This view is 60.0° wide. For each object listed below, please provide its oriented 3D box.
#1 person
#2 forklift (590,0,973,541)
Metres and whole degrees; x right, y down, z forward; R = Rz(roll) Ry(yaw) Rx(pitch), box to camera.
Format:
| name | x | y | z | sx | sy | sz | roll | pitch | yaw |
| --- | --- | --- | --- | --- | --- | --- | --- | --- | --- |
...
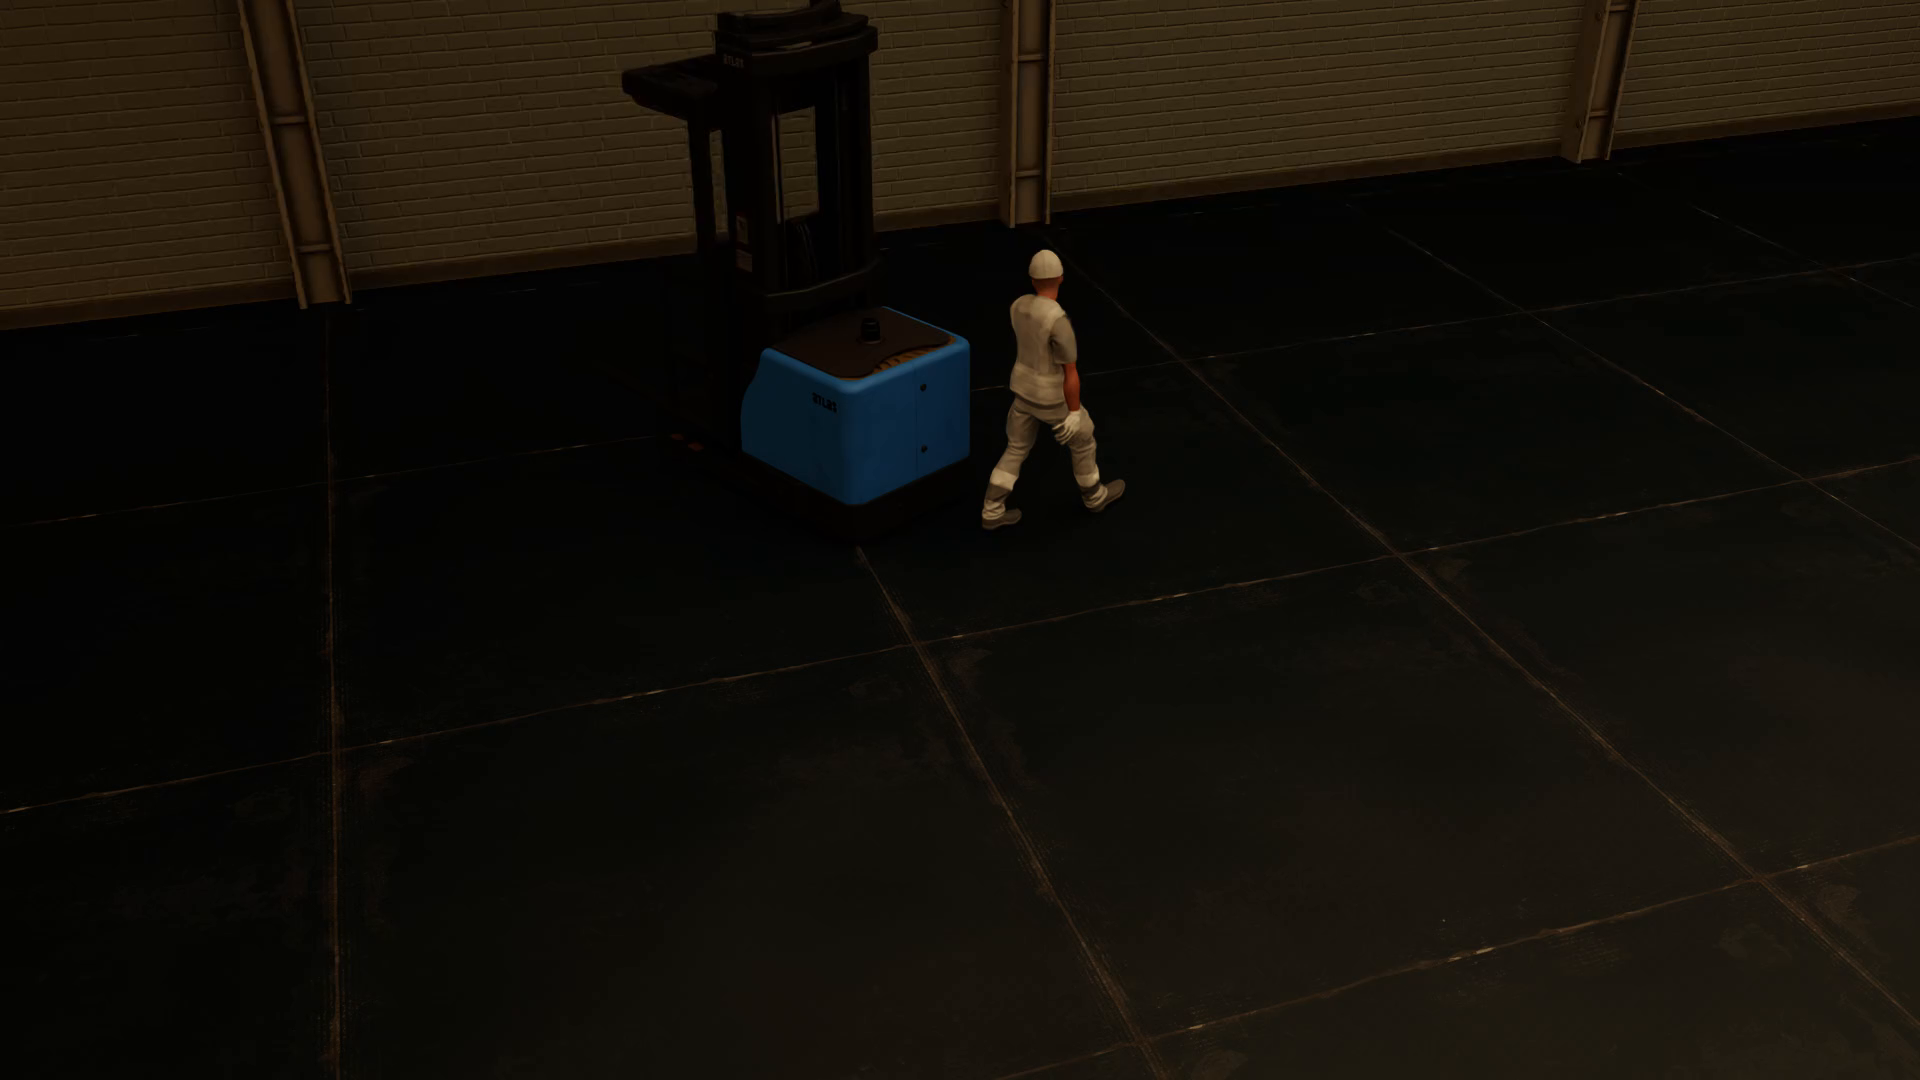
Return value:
| name | x | y | z | sx | sy | sz | roll | pitch | yaw |
| --- | --- | --- | --- | --- | --- | --- | --- | --- | --- |
| person | 0.605 | -0.878 | 9.843 | 0.937 | 1.730 | 0.686 | -23 | 37 | -34 |
| forklift | -1.314 | -1.898 | 10.385 | 1.130 | 2.935 | 3.031 | -26 | 39 | -37 |
